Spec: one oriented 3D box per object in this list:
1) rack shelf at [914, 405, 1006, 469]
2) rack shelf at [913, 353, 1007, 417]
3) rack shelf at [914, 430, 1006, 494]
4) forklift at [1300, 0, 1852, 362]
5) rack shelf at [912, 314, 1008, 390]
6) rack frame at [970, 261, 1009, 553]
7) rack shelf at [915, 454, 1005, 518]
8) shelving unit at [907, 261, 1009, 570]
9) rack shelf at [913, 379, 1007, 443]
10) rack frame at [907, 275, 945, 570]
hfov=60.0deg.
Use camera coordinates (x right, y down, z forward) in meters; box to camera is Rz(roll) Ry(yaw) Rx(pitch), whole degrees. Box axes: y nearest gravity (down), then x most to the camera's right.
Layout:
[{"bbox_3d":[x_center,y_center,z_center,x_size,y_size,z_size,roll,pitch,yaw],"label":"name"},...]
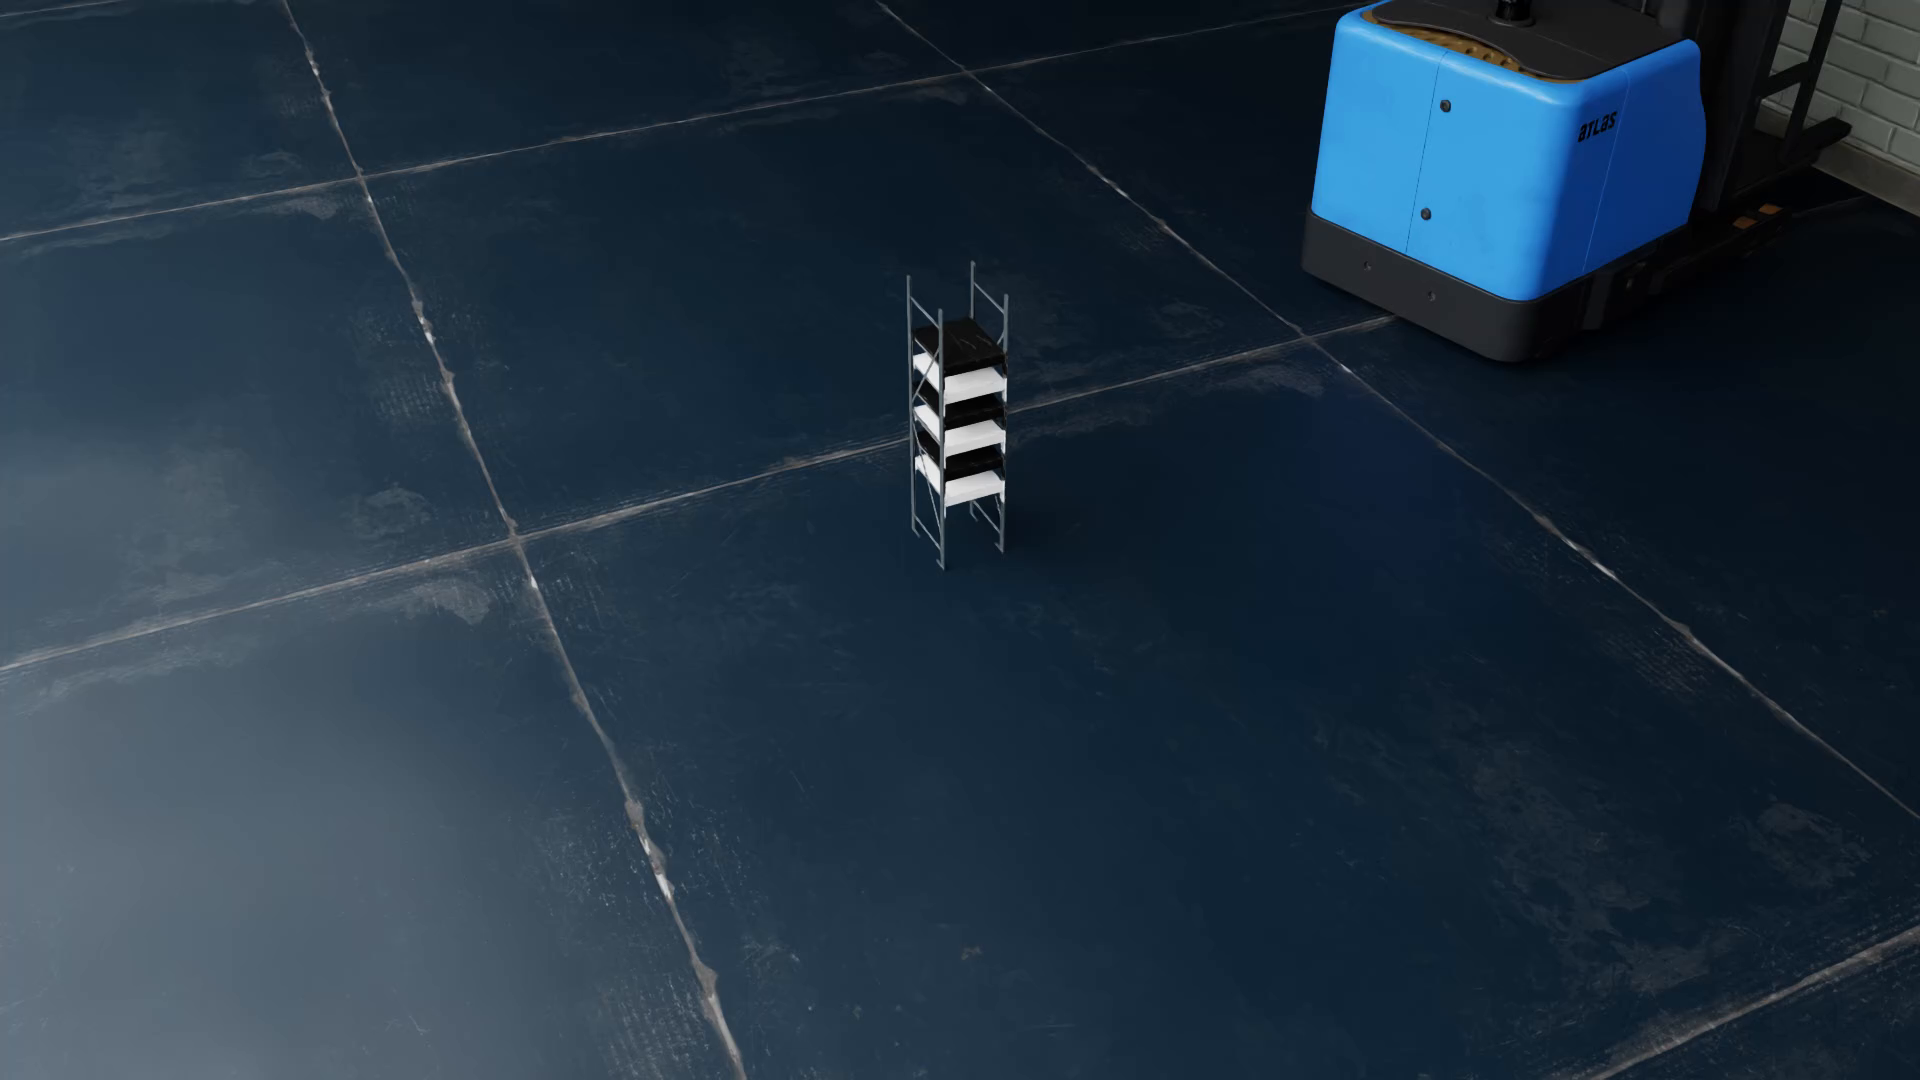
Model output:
[{"bbox_3d":[-0.007,-0.333,4.999,0.200,0.077,0.258,-16,39,-20],"label":"rack shelf"},{"bbox_3d":[-0.007,-0.477,4.892,0.200,0.077,0.258,-16,39,-20],"label":"rack shelf"},{"bbox_3d":[-0.007,-0.260,5.053,0.200,0.077,0.258,-16,39,-20],"label":"rack shelf"},{"bbox_3d":[2.810,-2.547,6.223,3.031,2.935,1.130,-26,44,-31],"label":"forklift"},{"bbox_3d":[-0.007,-0.549,4.838,0.200,0.077,0.258,-16,39,-20],"label":"rack shelf"},{"bbox_3d":[0.085,-0.385,5.014,0.006,0.900,0.240,-16,39,-20],"label":"rack frame"},{"bbox_3d":[-0.007,-0.188,5.106,0.200,0.077,0.258,-16,39,-20],"label":"rack shelf"},{"bbox_3d":[-0.007,-0.359,4.979,0.210,0.900,0.258,-16,39,-20],"label":"shelving unit"},{"bbox_3d":[-0.007,-0.405,4.945,0.200,0.077,0.258,-16,39,-20],"label":"rack shelf"},{"bbox_3d":[-0.099,-0.334,4.944,0.006,0.900,0.240,-16,39,-20],"label":"rack frame"}]
